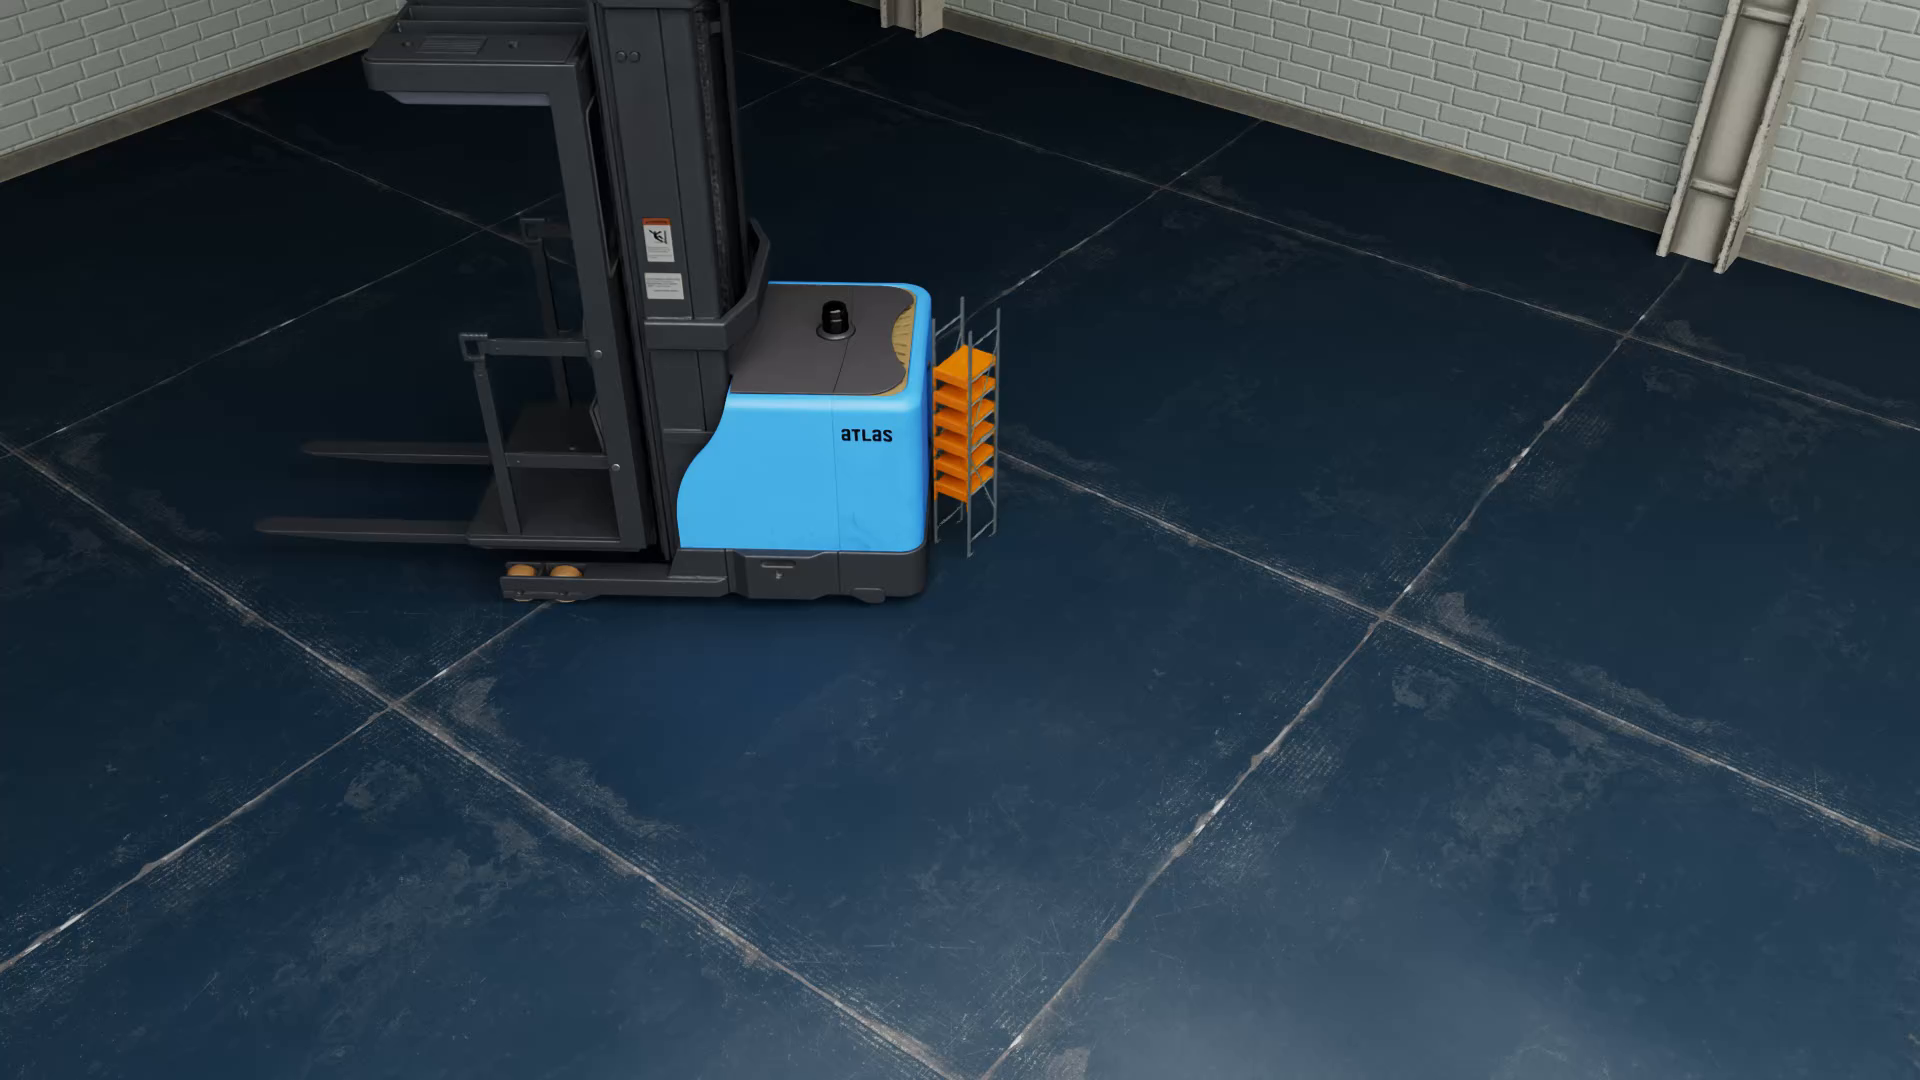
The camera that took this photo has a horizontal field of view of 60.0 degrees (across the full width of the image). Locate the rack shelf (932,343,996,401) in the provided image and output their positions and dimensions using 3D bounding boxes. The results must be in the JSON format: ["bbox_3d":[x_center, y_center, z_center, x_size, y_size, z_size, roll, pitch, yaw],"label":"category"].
[{"bbox_3d":[0.025,-0.730,7.197,0.180,0.103,0.258,22,43,26],"label":"rack shelf"}]

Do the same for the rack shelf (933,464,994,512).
[{"bbox_3d":[0.025,-0.257,7.566,0.180,0.103,0.258,22,43,26],"label":"rack shelf"}]

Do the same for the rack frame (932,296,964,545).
[{"bbox_3d":[-0.052,-0.512,7.430,0.006,1.200,0.240,22,43,26],"label":"rack frame"}]

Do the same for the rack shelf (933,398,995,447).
[{"bbox_3d":[0.025,-0.541,7.344,0.180,0.103,0.258,22,43,26],"label":"rack shelf"}]

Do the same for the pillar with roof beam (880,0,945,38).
[{"bbox_3d":[-2.979,-5.390,7.335,0.400,9.000,9.100,25,45,29],"label":"pillar with roof beam"}]

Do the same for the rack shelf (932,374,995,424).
[{"bbox_3d":[0.025,-0.635,7.271,0.180,0.103,0.258,22,43,26],"label":"rack shelf"}]

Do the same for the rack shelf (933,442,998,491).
[{"bbox_3d":[0.025,-0.352,7.492,0.180,0.103,0.258,22,43,26],"label":"rack shelf"}]

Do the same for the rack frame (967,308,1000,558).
[{"bbox_3d":[0.102,-0.450,7.351,0.006,1.200,0.240,22,43,26],"label":"rack frame"}]

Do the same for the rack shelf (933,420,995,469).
[{"bbox_3d":[0.025,-0.446,7.418,0.180,0.103,0.258,22,43,26],"label":"rack shelf"}]

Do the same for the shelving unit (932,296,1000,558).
[{"bbox_3d":[0.025,-0.481,7.391,0.189,1.200,0.258,22,43,26],"label":"shelving unit"}]

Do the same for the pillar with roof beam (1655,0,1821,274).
[{"bbox_3d":[1.787,-3.143,4.465,0.400,9.000,9.100,25,45,29],"label":"pillar with roof beam"}]

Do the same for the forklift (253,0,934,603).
[{"bbox_3d":[-1.645,-1.201,6.906,3.031,2.935,1.130,1,38,2],"label":"forklift"}]
